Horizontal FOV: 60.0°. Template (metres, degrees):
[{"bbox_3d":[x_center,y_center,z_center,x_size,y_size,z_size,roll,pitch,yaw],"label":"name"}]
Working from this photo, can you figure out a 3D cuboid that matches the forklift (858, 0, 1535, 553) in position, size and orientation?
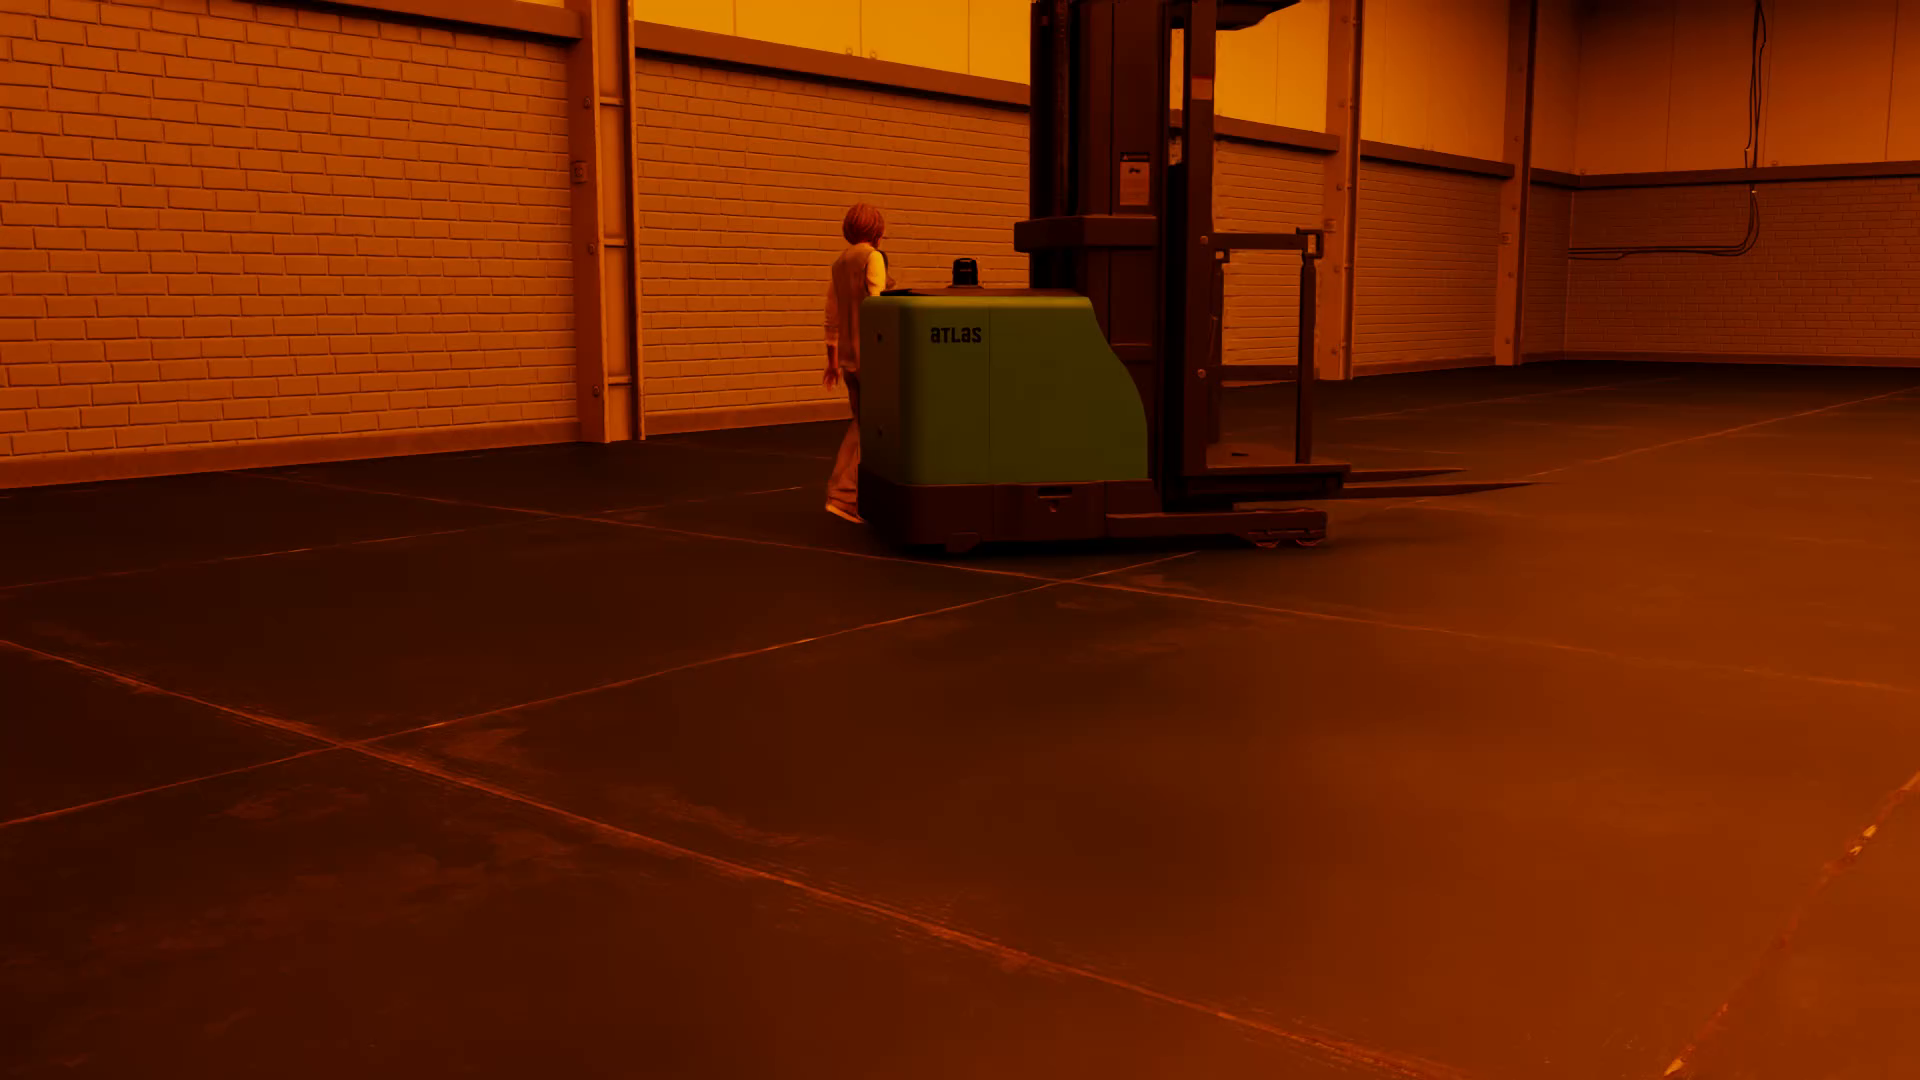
[{"bbox_3d":[1.104,-1.486,7.435,3.031,2.935,1.130,-2,9,-14],"label":"forklift"}]

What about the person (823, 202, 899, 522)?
[{"bbox_3d":[-0.500,-0.855,8.070,0.445,1.551,0.745,-5,10,-31],"label":"person"}]
